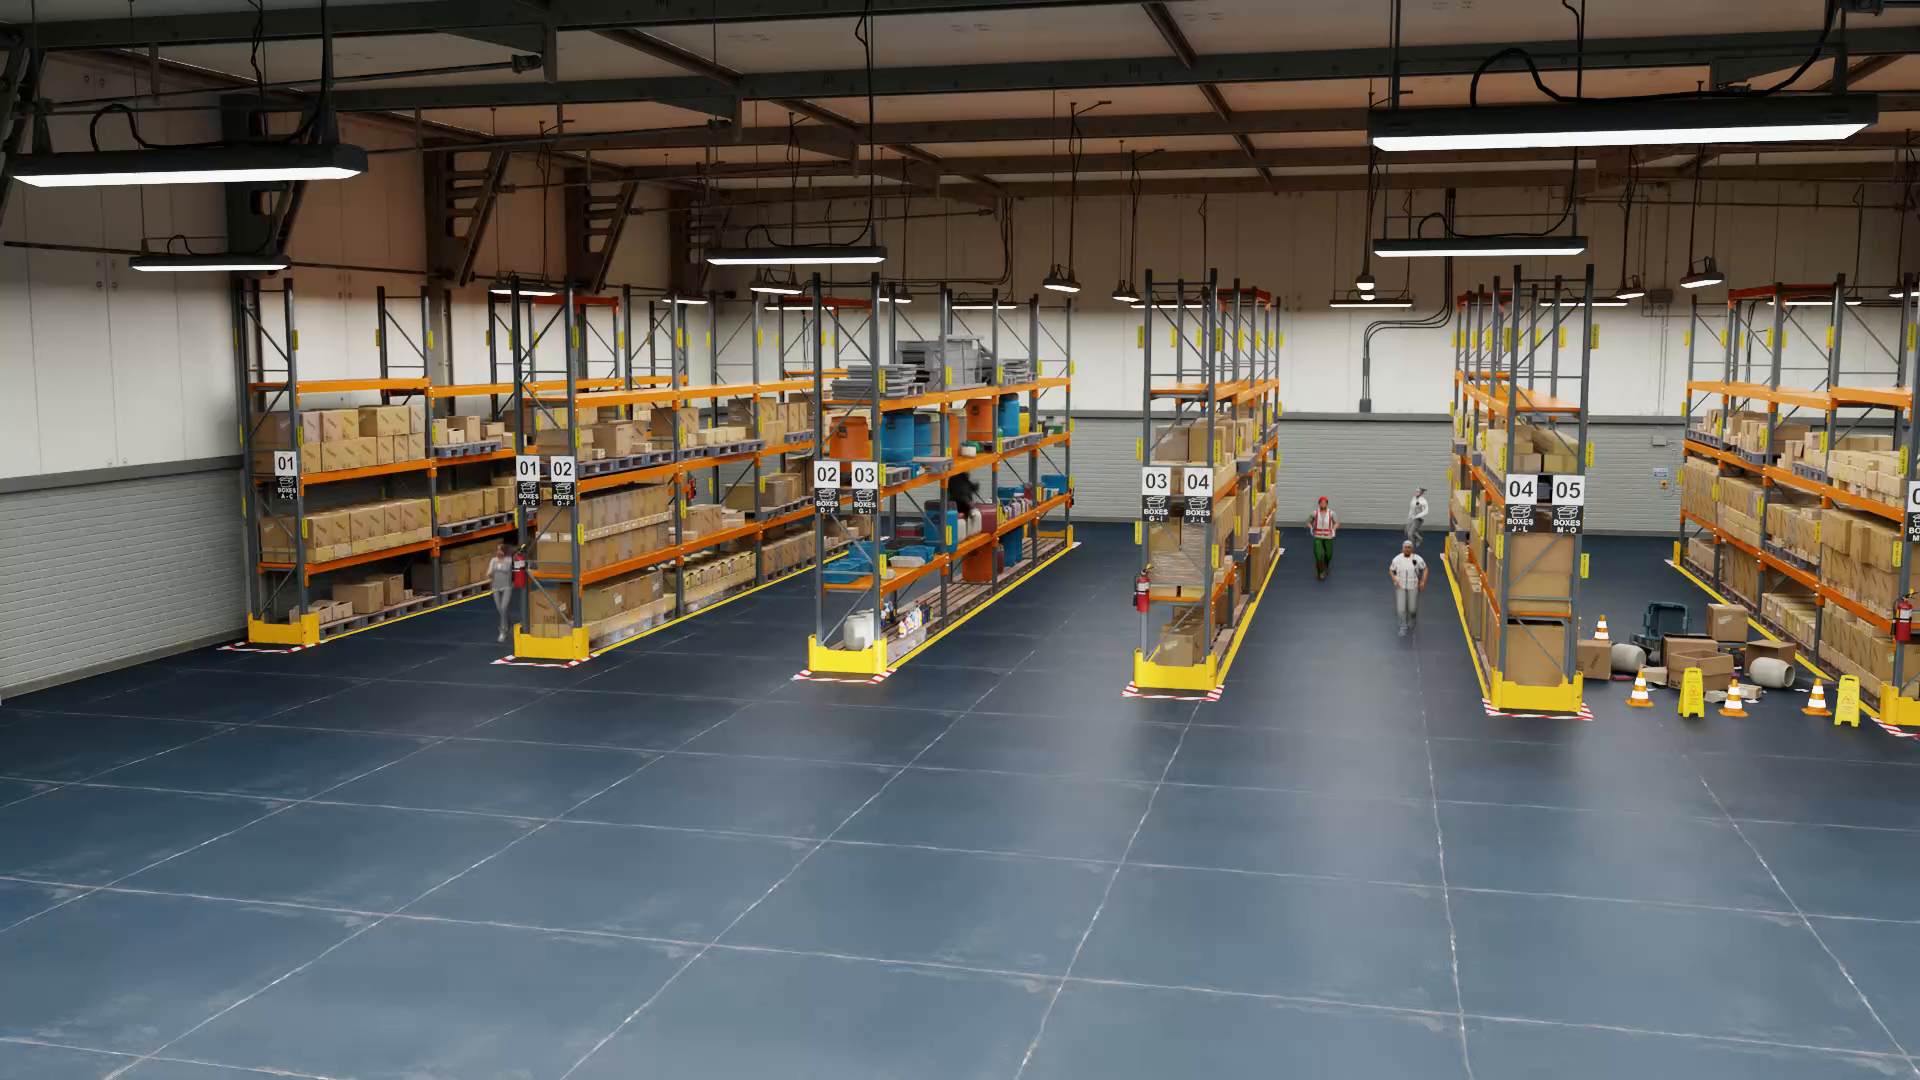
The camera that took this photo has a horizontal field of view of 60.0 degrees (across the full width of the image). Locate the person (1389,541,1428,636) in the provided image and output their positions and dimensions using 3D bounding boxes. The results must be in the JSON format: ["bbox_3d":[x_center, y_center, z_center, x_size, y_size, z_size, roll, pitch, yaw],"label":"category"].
[{"bbox_3d":[7.626,0.815,28.319,0.640,1.626,0.564,2,7,16],"label":"person"}]

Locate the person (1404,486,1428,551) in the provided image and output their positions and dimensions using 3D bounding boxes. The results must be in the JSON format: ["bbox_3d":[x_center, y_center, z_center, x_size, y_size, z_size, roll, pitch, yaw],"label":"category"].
[{"bbox_3d":[10.855,-0.502,39.359,0.575,1.589,0.677,-3,7,-21],"label":"person"}]

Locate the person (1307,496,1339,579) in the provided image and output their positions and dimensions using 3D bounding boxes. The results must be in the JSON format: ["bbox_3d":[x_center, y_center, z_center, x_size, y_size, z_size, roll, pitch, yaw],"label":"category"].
[{"bbox_3d":[7.622,-0.048,34.948,0.652,1.738,0.615,1,7,12],"label":"person"}]

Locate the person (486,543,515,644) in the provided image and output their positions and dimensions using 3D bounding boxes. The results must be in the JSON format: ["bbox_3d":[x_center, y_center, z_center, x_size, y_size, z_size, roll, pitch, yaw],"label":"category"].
[{"bbox_3d":[-7.644,0.866,27.821,0.523,1.634,0.709,1,7,8],"label":"person"}]
